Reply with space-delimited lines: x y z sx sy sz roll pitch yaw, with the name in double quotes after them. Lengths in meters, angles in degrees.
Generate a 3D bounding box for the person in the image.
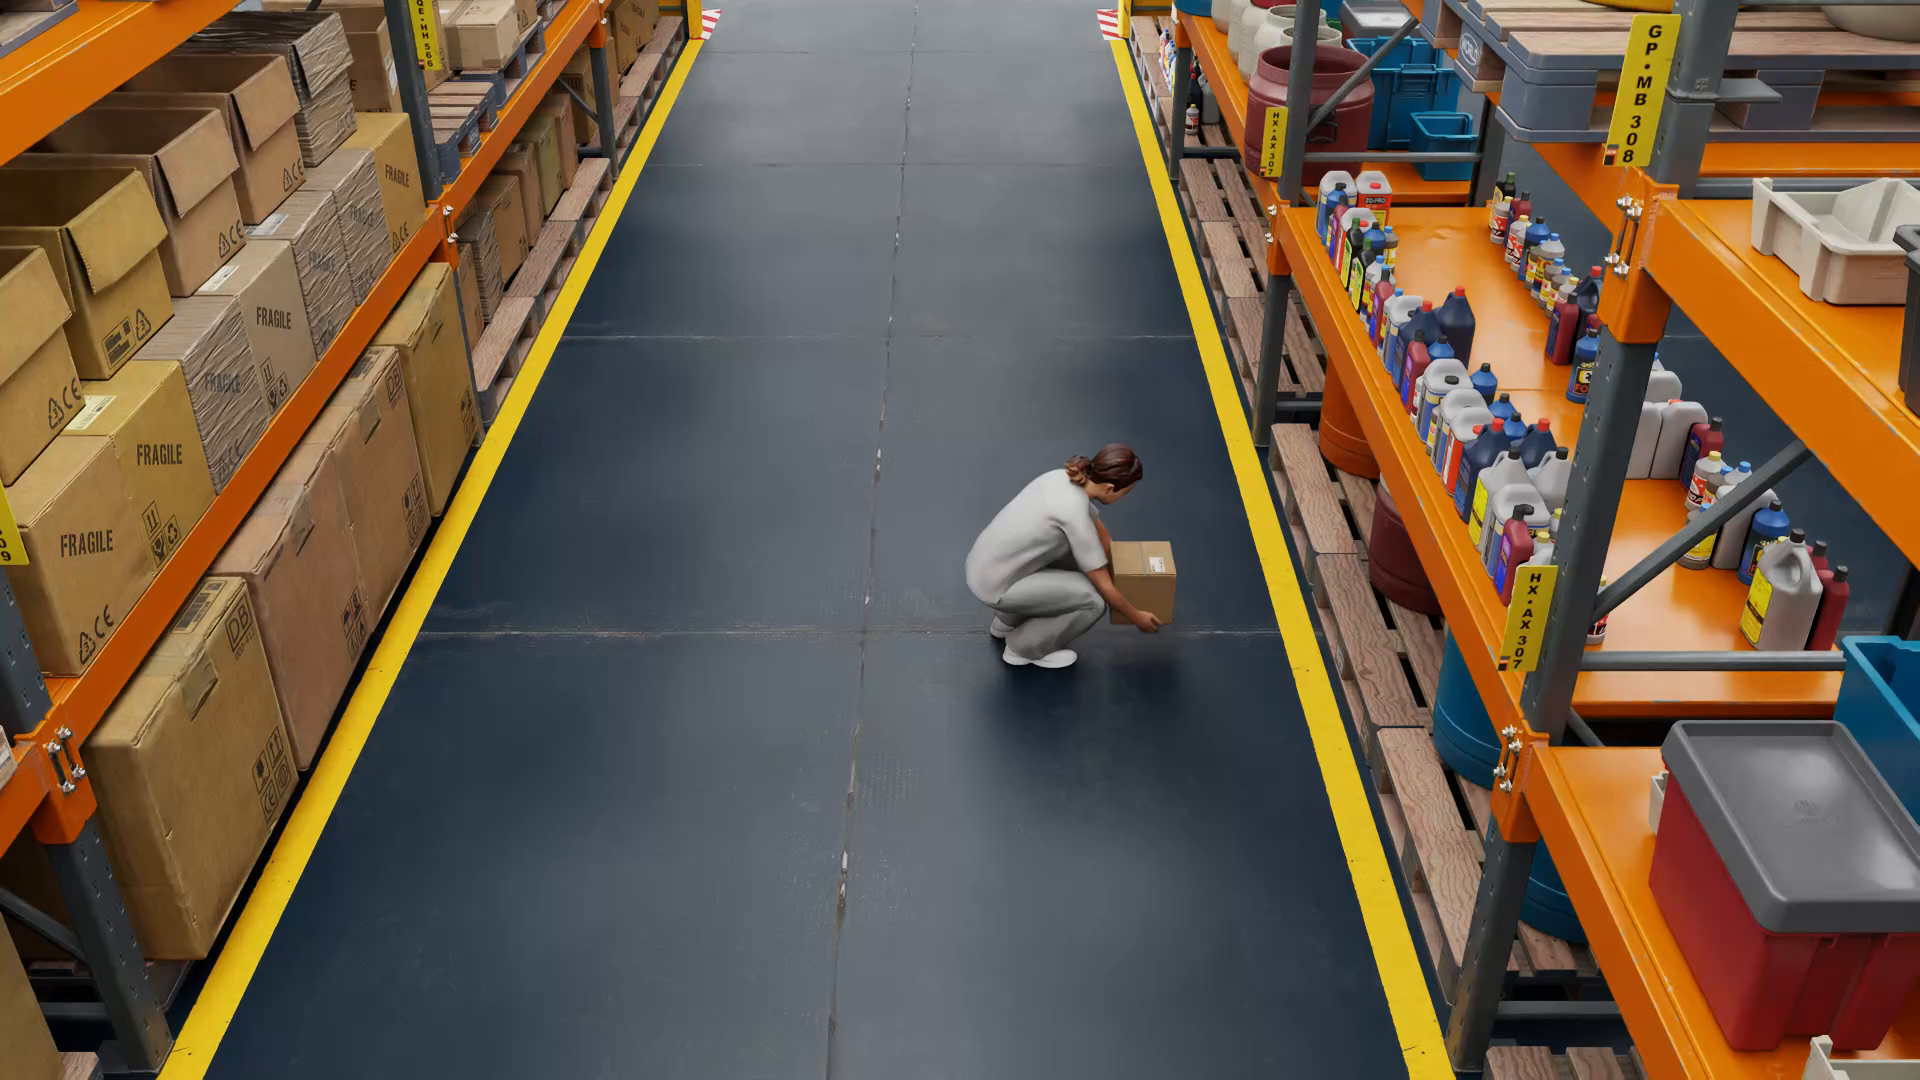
0.420 0.057 6.762 0.798 0.931 0.483 0 32 0 "person"
